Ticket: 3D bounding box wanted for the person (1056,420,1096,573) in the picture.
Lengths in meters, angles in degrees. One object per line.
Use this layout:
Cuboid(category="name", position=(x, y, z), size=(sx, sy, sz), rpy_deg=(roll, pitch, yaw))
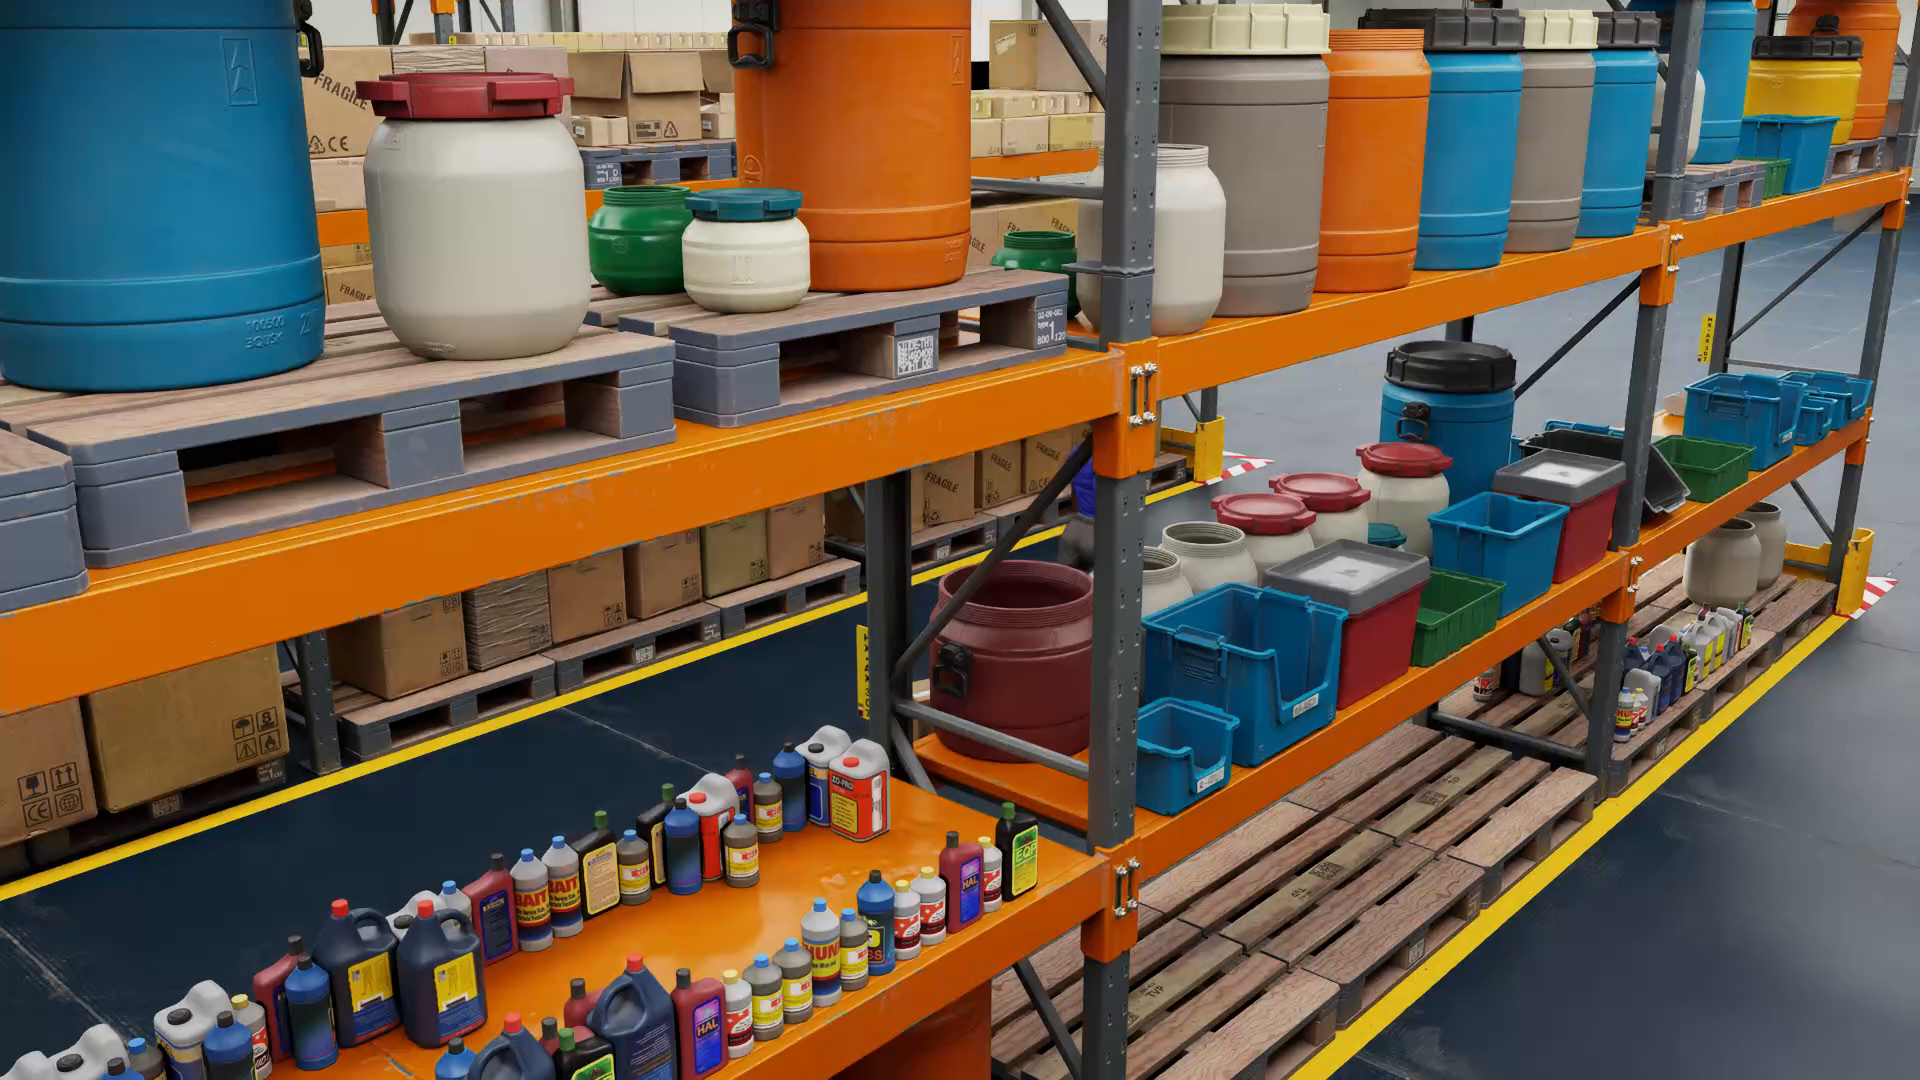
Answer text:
Cuboid(category="person", position=(0.780, -0.003, 9.574), size=(1.030, 1.587, 0.476), rpy_deg=(-13, 21, -36))
